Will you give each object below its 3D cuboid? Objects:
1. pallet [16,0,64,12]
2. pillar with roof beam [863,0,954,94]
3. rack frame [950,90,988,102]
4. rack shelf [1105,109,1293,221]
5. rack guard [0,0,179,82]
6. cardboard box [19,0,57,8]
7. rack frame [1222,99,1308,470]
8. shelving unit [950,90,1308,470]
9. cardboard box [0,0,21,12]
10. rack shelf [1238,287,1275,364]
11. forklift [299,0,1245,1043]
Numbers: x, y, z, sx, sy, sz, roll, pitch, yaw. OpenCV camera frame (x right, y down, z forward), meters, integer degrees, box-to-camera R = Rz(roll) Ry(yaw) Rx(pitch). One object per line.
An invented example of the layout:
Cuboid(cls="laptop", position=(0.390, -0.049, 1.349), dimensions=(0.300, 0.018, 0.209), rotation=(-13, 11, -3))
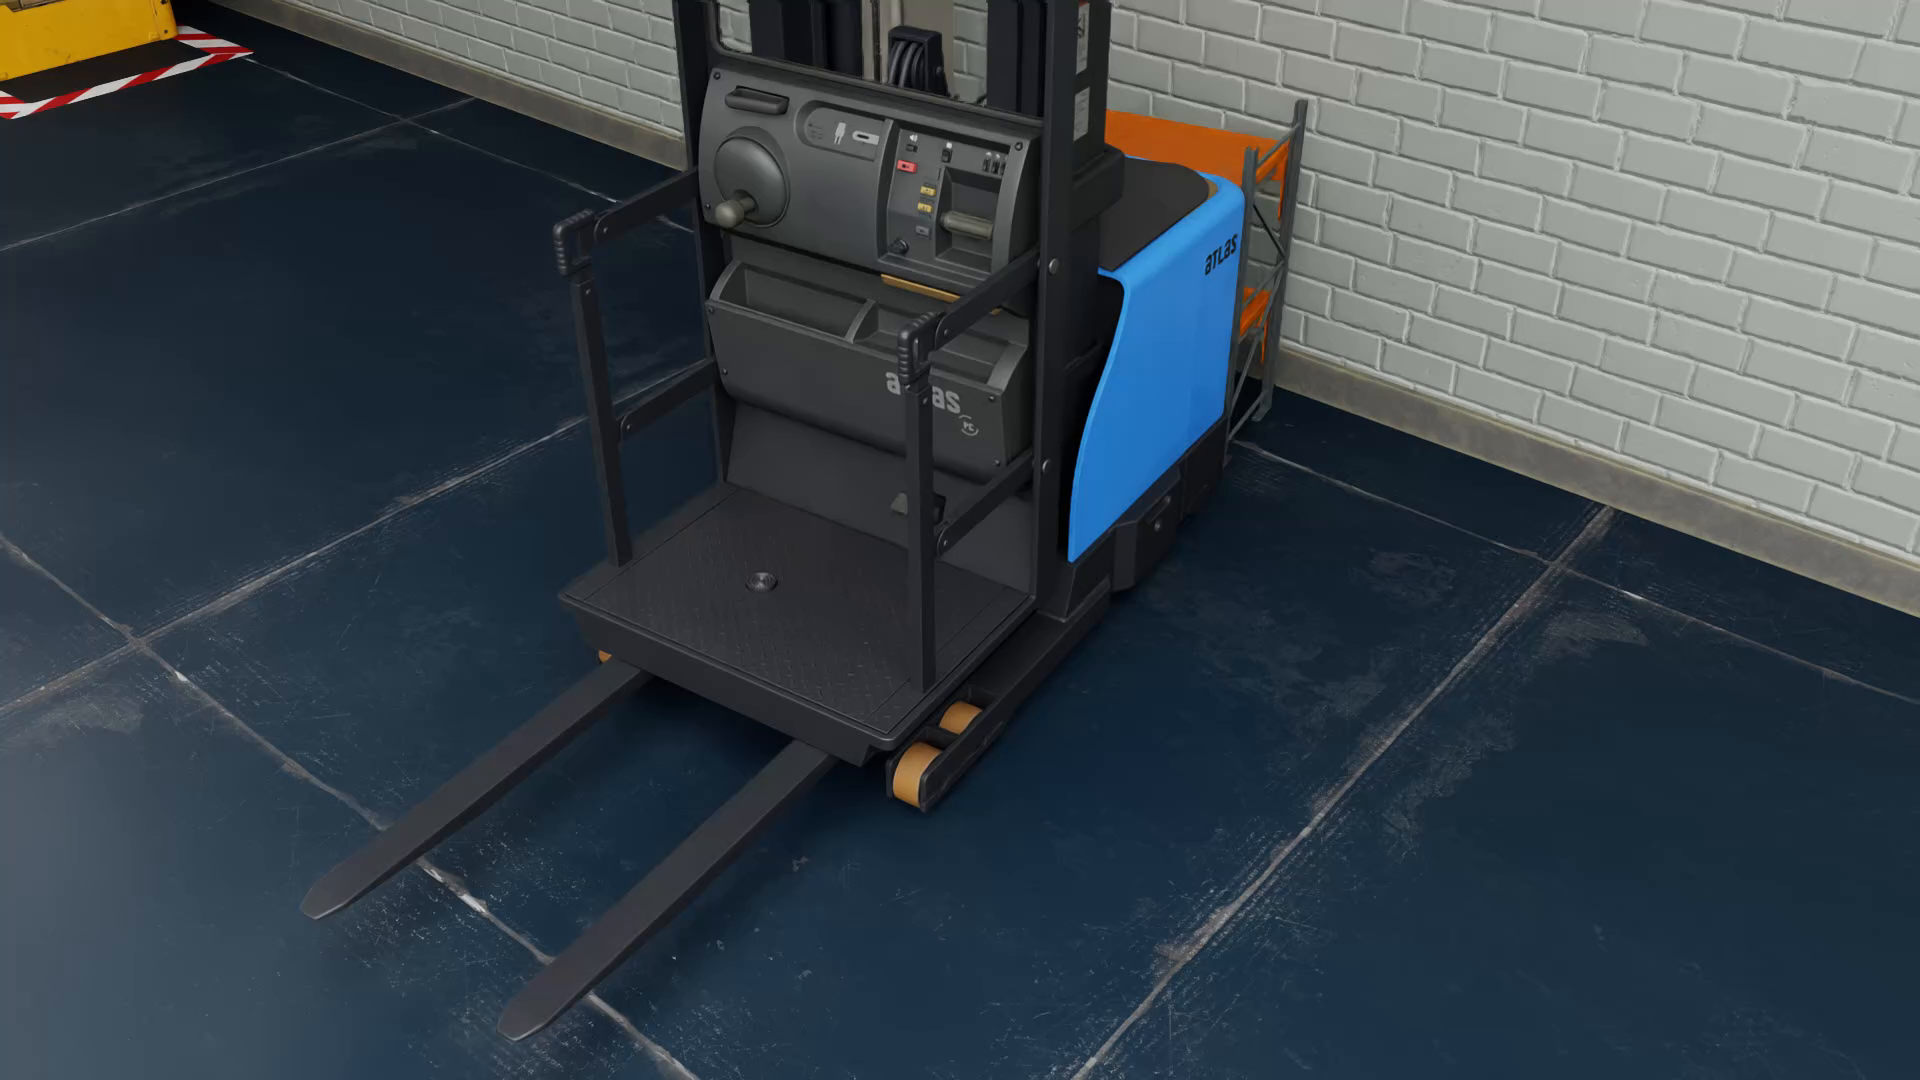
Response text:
Cuboid(cls="pallet", position=(-5.536, -3.022, 9.463), dimensions=(1.213, 0.211, 1.003), rotation=(25, 42, 32))
Cuboid(cls="pillar with roof beam", position=(-3.023, -2.983, 1.645), dimensions=(0.400, 9.000, 9.100), rotation=(25, 42, 32))
Cuboid(cls="rack frame", position=(0.087, -1.094, 5.850), dimensions=(0.032, 1.125, 0.500), rotation=(17, 38, 23))
Cuboid(cls="rack shelf", position=(0.534, -1.199, 5.485), dimensions=(1.000, 0.278, 0.538), rotation=(17, 38, 23))
Cuboid(cls="rack guard", position=(-4.903, -2.873, 8.992), dimensions=(0.348, 0.500, 1.175), rotation=(25, 42, 32))
Cuboid(cls="cardboard box", position=(-5.174, -3.215, 9.340), dimensions=(0.500, 0.250, 0.500), rotation=(25, 42, 32))
Cuboid(cls="rack frame", position=(0.981, -0.821, 5.451), dimensions=(0.032, 1.125, 0.500), rotation=(17, 38, 23))
Cuboid(cls="shelving unit", position=(0.534, -0.957, 5.650), dimensions=(1.048, 1.125, 0.538), rotation=(17, 38, 23))
Cuboid(cls="cardboard box", position=(-5.485, -2.985, 9.004), dimensions=(0.500, 0.250, 0.500), rotation=(26, 42, 32))
Cuboid(cls="rack shelf", position=(0.534, -0.756, 5.789), dimensions=(1.000, 0.278, 0.538), rotation=(17, 38, 23))
Cuboid(cls="forklift", position=(-0.363, -0.828, 3.867), dimensions=(1.130, 2.935, 3.031), rotation=(20, 39, 26))
